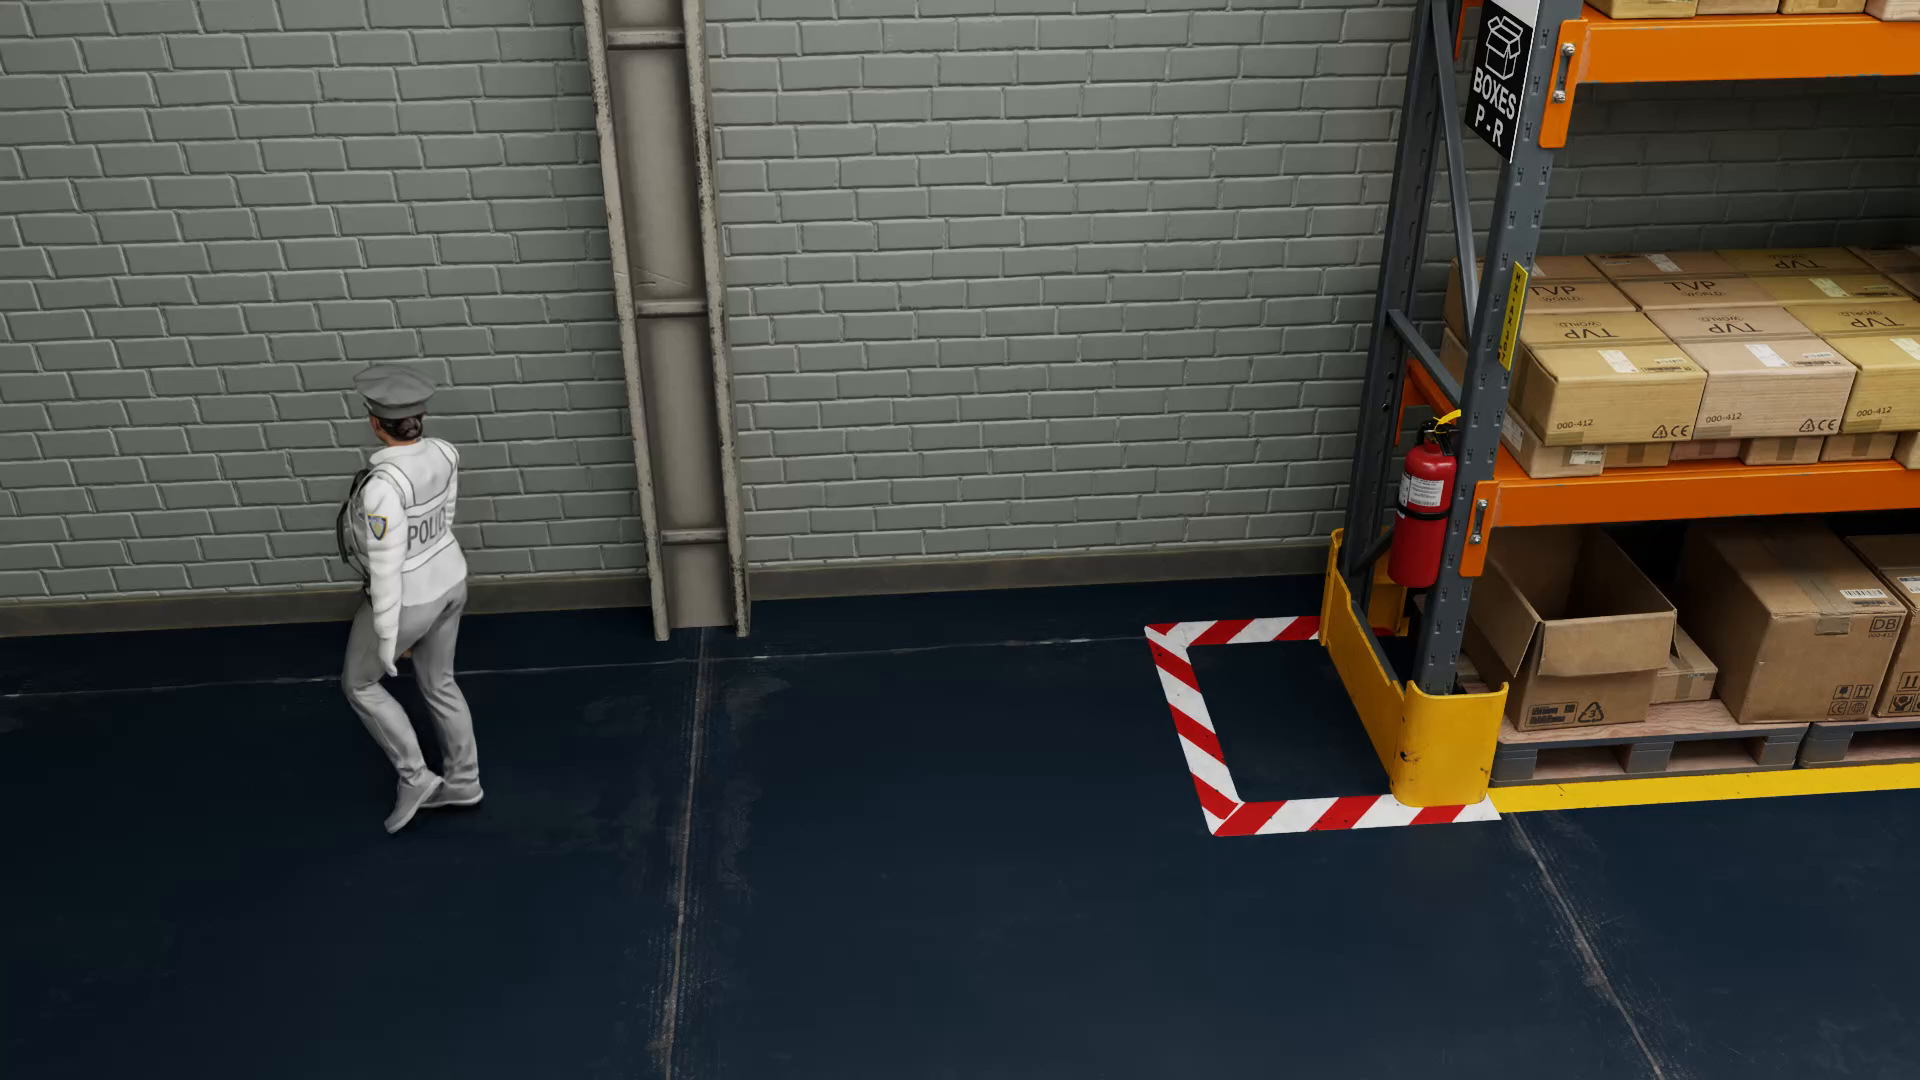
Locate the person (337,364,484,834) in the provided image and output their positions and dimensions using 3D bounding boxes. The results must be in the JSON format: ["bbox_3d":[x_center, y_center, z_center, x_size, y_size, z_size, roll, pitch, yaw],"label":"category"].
[{"bbox_3d":[-1.935,0.219,5.754,0.425,1.676,0.571,10,33,15],"label":"person"}]
